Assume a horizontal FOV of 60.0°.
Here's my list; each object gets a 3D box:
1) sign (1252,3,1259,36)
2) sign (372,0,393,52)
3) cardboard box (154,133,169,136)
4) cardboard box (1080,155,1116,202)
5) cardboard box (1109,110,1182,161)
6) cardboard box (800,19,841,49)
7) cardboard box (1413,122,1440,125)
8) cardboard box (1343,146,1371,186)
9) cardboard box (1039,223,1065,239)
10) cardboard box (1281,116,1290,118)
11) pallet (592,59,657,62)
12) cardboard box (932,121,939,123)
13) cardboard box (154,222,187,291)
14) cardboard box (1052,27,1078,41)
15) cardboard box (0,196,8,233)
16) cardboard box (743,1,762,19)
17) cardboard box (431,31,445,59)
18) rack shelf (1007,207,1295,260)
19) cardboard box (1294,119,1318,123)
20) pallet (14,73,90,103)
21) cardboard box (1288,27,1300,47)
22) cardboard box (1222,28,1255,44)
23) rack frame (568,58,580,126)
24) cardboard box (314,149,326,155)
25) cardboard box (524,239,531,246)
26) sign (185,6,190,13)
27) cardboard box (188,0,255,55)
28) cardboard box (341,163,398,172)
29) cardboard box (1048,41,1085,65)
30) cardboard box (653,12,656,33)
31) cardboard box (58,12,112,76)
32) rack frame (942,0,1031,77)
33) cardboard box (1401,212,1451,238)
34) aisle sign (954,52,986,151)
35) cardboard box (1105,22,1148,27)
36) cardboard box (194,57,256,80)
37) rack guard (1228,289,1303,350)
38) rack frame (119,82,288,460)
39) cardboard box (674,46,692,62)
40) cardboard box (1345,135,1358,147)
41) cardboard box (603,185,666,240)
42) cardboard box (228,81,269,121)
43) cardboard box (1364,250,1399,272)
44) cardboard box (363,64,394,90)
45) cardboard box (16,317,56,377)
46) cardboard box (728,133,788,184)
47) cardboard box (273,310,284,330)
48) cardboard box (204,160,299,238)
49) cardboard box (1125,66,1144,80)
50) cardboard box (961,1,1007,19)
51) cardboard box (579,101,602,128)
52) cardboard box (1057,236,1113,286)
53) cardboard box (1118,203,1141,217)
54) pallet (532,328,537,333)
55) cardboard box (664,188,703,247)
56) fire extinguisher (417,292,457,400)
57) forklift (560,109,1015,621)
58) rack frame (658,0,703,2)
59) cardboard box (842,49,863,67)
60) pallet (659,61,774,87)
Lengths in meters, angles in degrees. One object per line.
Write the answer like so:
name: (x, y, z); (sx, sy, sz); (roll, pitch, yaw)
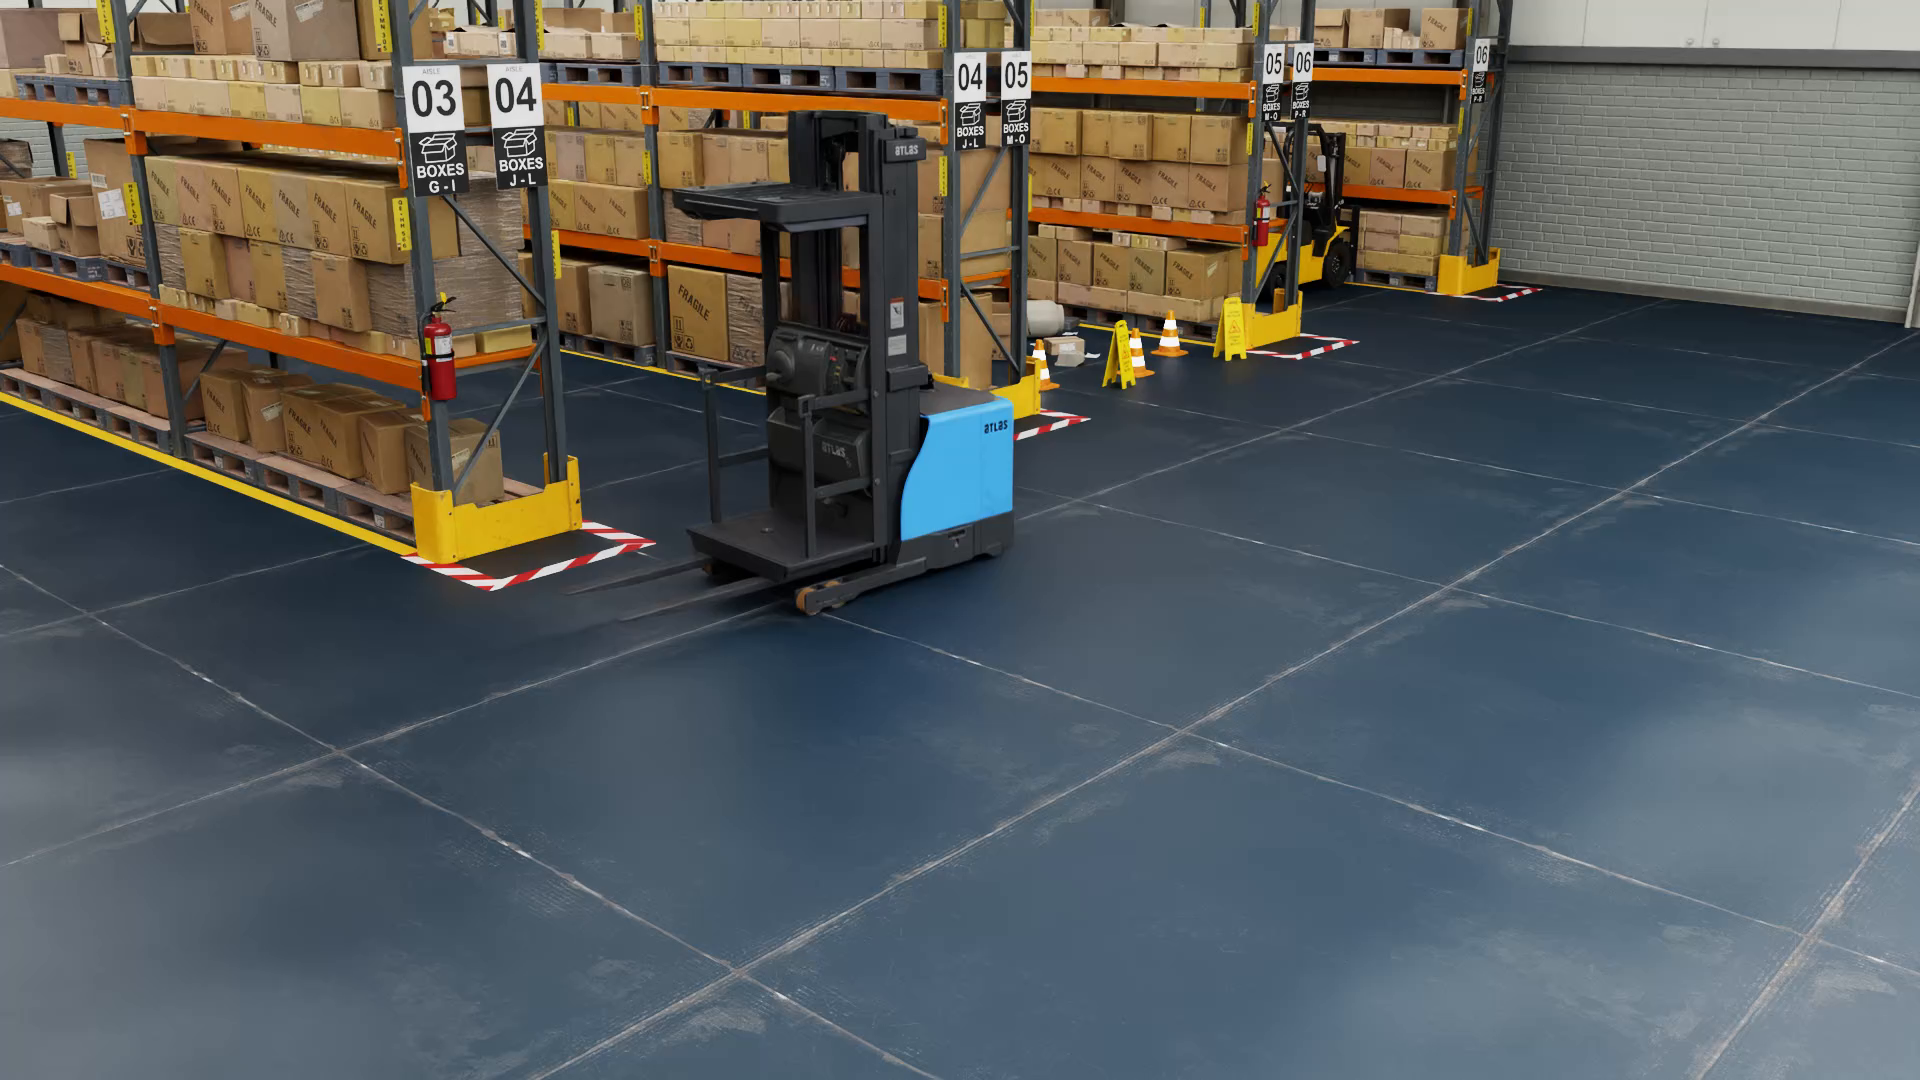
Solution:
sign: (3.059, -5.383, 17.192); (0.005, 0.325, 0.100); (15, 23, 39)
sign: (-3.519, -3.141, 10.127); (0.005, 0.325, 0.100); (15, 23, 39)
cardboard box: (-11.165, -5.660, 23.831); (0.500, 0.500, 0.500); (15, 23, 39)
cardboard box: (1.744, -4.198, 19.223); (0.500, 0.500, 0.500); (15, 23, 40)
cardboard box: (2.092, -4.554, 18.694); (0.500, 0.500, 0.700); (15, 23, 39)
cardboard box: (-1.068, -4.497, 14.761); (0.500, 0.250, 0.500); (15, 23, 39)
cardboard box: (6.245, -5.501, 22.257); (0.250, 0.149, 0.380); (16, 23, 40)
cardboard box: (5.427, -5.073, 22.472); (0.500, 0.500, 0.500); (14, 23, 38)
cardboard box: (1.152, -3.691, 19.823); (0.250, 0.149, 0.380); (16, 24, 41)
cardboard box: (4.549, -5.973, 23.744); (0.250, 0.149, 0.380); (15, 23, 39)
pallet: (-4.814, -7.228, 24.785); (1.217, 0.209, 0.805); (14, 22, 37)
cardboard box: (-0.445, -5.207, 21.710); (0.500, 0.500, 0.500); (15, 23, 39)
cardboard box: (-5.832, -2.299, 13.240); (0.500, 0.500, 0.875); (15, 23, 39)
cardboard box: (1.273, -5.811, 19.102); (0.250, 0.149, 0.380); (14, 22, 37)
cardboard box: (-9.653, -3.108, 16.280); (0.500, 0.500, 0.500); (16, 24, 41)
cardboard box: (-1.760, -4.848, 15.209); (0.250, 0.149, 0.380); (15, 23, 39)
cardboard box: (-6.347, -5.653, 19.343); (0.500, 0.500, 0.500); (15, 23, 39)
rack shelf: (1.947, -3.712, 19.537); (4.000, 0.370, 1.077); (15, 23, 39)
cardboard box: (4.800, -5.707, 22.905); (0.250, 0.149, 0.380); (15, 23, 39)
pallet: (-7.296, -3.910, 14.324); (1.003, 0.211, 1.213); (15, 23, 39)
cardboard box: (4.651, -6.827, 22.567); (0.258, 0.266, 0.396); (14, 23, 38)
cardboard box: (2.994, -5.344, 17.630); (0.250, 0.149, 0.380); (15, 23, 40)
rack frame: (-5.533, -6.062, 25.755); (0.127, 3.000, 1.000); (15, 23, 39)
cardboard box: (-7.786, -4.843, 20.652); (0.250, 0.149, 0.380); (16, 24, 41)
cardboard box: (-5.355, -3.104, 19.459); (0.750, 0.750, 1.050); (15, 23, 39)
sign: (-11.351, -7.698, 24.488); (0.005, 0.325, 0.100); (15, 23, 39)
cardboard box: (-5.621, -4.039, 12.936); (0.500, 0.500, 0.500); (14, 22, 38)
cardboard box: (-4.110, -2.451, 12.066); (0.500, 0.500, 0.500); (15, 23, 39)
cardboard box: (1.356, -5.601, 19.098); (0.500, 0.250, 0.500); (15, 23, 40)
cardboard box: (-4.052, -7.225, 23.600); (0.500, 0.500, 0.500); (15, 23, 40)
cardboard box: (-7.118, -4.199, 14.059); (0.637, 0.503, 0.797); (16, 24, 41)
rack frame: (0.232, -5.372, 13.663); (0.127, 3.000, 1.000); (15, 23, 39)
cardboard box: (6.183, -4.165, 21.974); (0.500, 0.250, 0.500); (16, 24, 41)
aisle sign: (0.086, -3.670, 13.918); (0.004, 0.787, 0.394); (15, 23, 39)
cardboard box: (2.465, -7.459, 24.486); (0.500, 0.311, 0.500); (14, 22, 37)
cardboard box: (-5.302, -3.417, 12.050); (0.250, 0.149, 0.380); (14, 23, 38)
rack guard: (3.386, -2.477, 18.589); (0.348, 0.500, 1.175); (15, 23, 39)
rack frame: (-6.127, -2.214, 13.629); (0.127, 3.000, 1.000); (15, 23, 39)
cardboard box: (-2.518, -4.672, 15.971); (0.250, 0.149, 0.380); (15, 23, 39)
cardboard box: (5.313, -5.392, 22.404); (0.250, 0.149, 0.380); (15, 23, 40)
cardboard box: (-3.327, -3.408, 17.225); (0.500, 0.500, 0.500); (15, 23, 39)
cardboard box: (-4.797, -3.113, 11.750); (0.500, 0.250, 0.500); (15, 23, 38)
cardboard box: (5.808, -3.791, 22.450); (0.500, 0.250, 0.500); (15, 23, 39)
cardboard box: (-3.550, -2.944, 10.560); (0.250, 0.149, 0.380); (15, 23, 39)
cardboard box: (-8.605, -1.905, 16.061); (0.500, 0.500, 0.700); (14, 22, 36)
cardboard box: (-1.705, -3.596, 15.952); (0.550, 0.550, 0.875); (15, 23, 39)
cardboard box: (-4.818, -1.645, 12.251); (0.250, 0.149, 0.380); (15, 23, 39)
cardboard box: (-5.211, -2.531, 12.319); (0.500, 0.500, 0.500); (15, 23, 39)
cardboard box: (2.051, -5.235, 18.604); (0.250, 0.149, 0.380); (14, 22, 38)
cardboard box: (0.194, -4.590, 14.393); (0.250, 0.149, 0.380); (15, 23, 40)
cardboard box: (-5.395, -6.433, 25.105); (0.500, 0.500, 0.500); (15, 23, 40)
cardboard box: (1.508, -3.314, 19.707); (0.500, 0.500, 0.500); (17, 24, 42)
cardboard box: (2.018, -3.801, 19.044); (0.250, 0.149, 0.380); (15, 23, 39)
pallet: (-5.211, -2.614, 19.501); (1.213, 0.211, 1.003); (15, 23, 39)
cardboard box: (-2.475, -3.316, 16.853); (0.550, 0.550, 0.875); (15, 23, 39)
fire extinguisher: (-3.356, -1.247, 10.709); (0.183, 0.674, 0.296); (15, 23, 39)
forklift: (-1.050, -1.114, 10.277); (3.031, 2.935, 1.130); (-16, 23, -41)
rack frame: (-5.233, -10.849, 30.919); (0.127, 3.000, 1.000); (15, 23, 39)
cardboard box: (-0.810, -4.214, 14.527); (0.250, 0.149, 0.380); (15, 23, 40)
pallet: (-2.154, -4.537, 16.135); (1.213, 0.211, 1.003); (15, 23, 39)
